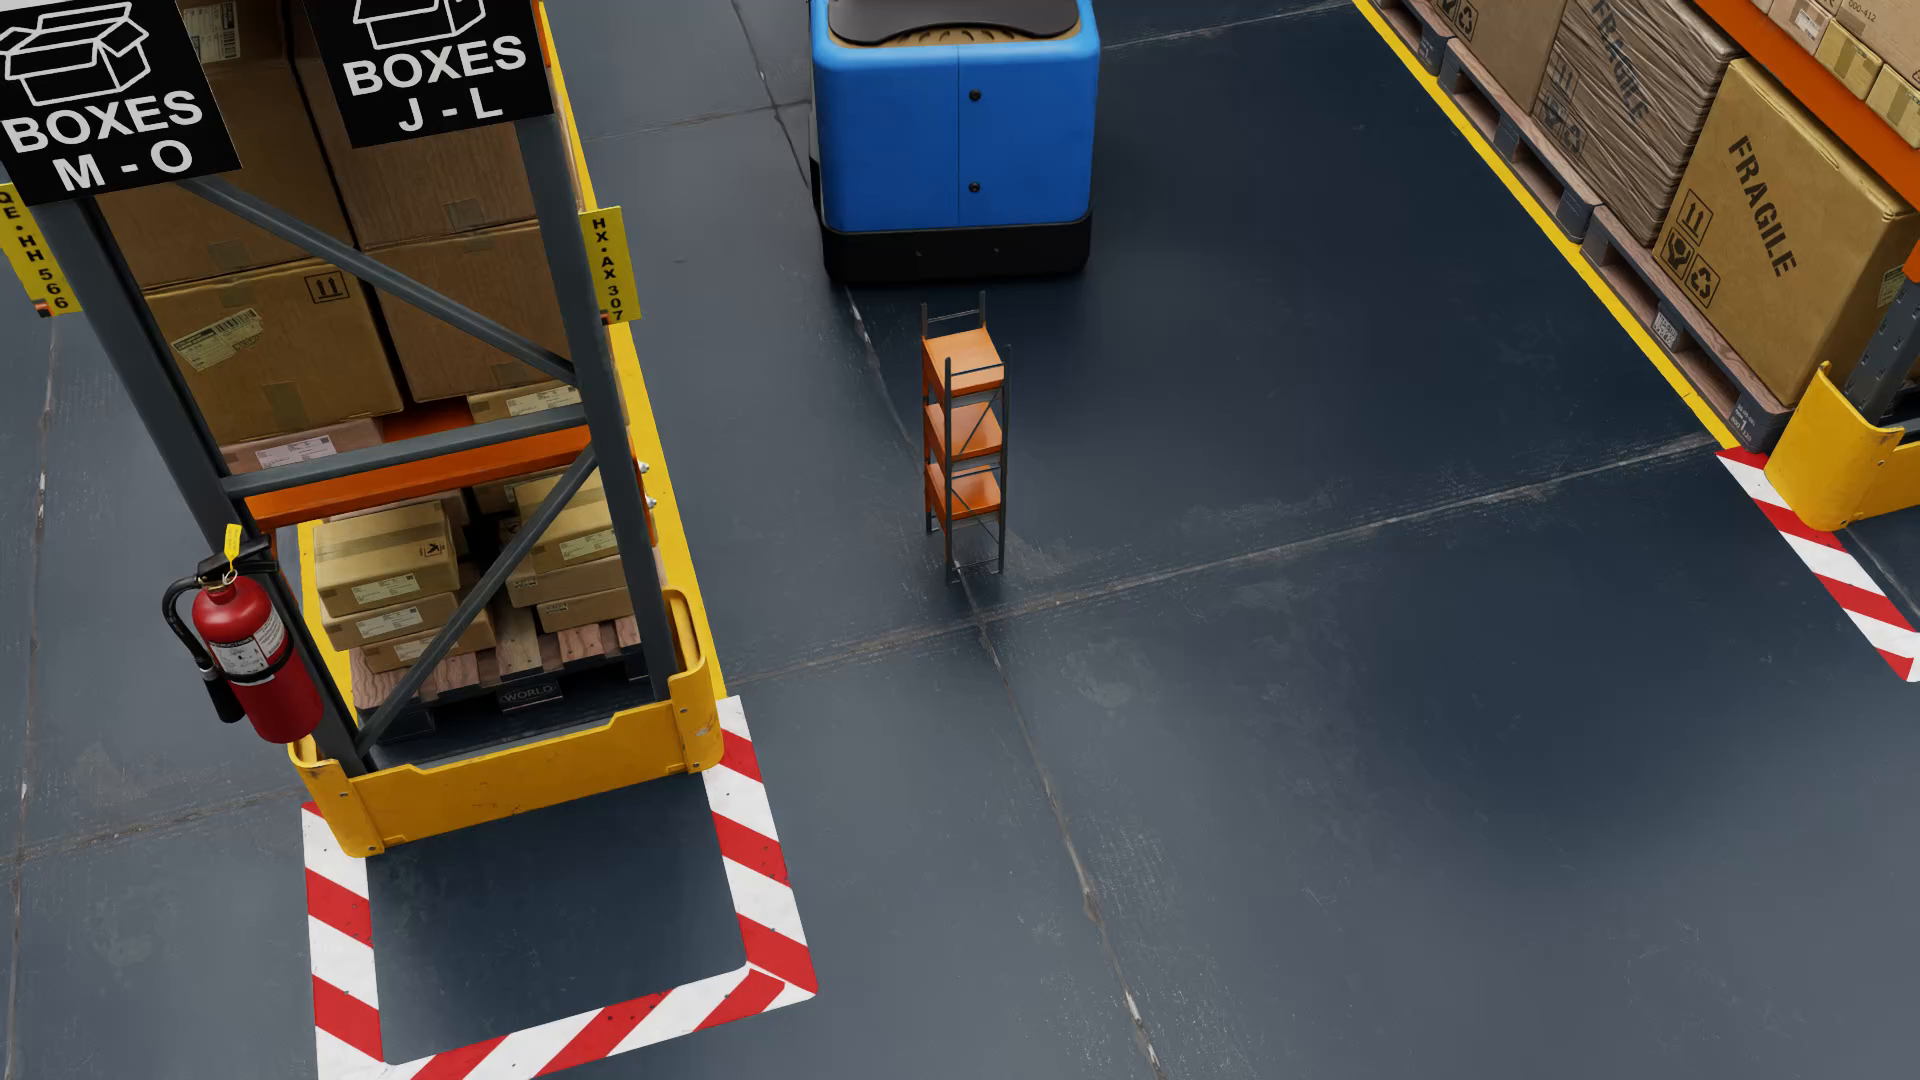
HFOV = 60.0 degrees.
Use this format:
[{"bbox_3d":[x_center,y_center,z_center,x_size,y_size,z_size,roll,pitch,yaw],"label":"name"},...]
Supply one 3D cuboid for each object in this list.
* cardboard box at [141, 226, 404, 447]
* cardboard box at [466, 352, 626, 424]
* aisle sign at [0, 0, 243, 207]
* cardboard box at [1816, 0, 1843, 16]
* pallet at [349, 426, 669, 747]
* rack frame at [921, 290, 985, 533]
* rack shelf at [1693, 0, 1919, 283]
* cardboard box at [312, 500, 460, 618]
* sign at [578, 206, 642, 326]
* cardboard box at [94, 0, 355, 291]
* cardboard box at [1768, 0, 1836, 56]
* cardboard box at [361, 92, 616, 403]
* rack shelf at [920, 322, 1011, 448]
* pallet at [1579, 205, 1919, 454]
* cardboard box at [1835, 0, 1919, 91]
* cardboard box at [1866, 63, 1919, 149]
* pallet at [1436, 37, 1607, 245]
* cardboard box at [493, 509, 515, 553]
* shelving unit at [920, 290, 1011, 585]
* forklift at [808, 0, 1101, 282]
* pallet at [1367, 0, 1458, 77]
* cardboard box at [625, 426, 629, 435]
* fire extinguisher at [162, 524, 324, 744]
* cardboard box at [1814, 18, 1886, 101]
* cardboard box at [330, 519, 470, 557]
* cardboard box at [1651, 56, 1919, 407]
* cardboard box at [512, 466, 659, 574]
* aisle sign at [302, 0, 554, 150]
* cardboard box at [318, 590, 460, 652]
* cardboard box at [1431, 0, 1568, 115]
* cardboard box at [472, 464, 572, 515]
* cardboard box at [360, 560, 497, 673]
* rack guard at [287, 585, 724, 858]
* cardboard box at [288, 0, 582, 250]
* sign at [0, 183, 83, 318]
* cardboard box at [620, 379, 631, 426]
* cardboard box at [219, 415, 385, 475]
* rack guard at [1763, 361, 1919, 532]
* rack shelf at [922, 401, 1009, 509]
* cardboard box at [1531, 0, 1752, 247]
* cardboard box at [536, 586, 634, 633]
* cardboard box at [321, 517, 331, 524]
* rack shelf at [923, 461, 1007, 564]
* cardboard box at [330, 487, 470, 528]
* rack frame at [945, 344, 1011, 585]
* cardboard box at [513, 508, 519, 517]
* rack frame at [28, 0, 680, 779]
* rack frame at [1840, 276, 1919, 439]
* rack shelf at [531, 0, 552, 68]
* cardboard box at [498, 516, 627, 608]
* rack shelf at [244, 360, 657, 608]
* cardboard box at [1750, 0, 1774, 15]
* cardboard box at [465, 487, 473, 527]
[{"bbox_3d":[-1.685,-0.607,4.040,0.500,0.500,0.500,-12,51,-10],"label":"cardboard box"},{"bbox_3d":[-1.089,-0.439,4.322,0.380,0.149,0.250,-14,51,-11],"label":"cardboard box"},{"bbox_3d":[-1.571,-0.926,2.868,0.394,0.787,0.004,-13,51,-11],"label":"aisle sign"},{"bbox_3d":[2.915,-1.969,5.352,0.500,0.250,0.500,-14,51,-12],"label":"cardboard box"},{"bbox_3d":[-1.535,0.033,5.584,1.003,0.211,1.213,-13,51,-11],"label":"pallet"},{"bbox_3d":[-0.020,-0.388,5.391,0.200,1.050,0.008,-13,51,-11],"label":"rack frame"},{"bbox_3d":[2.870,-2.486,6.354,1.077,0.370,4.000,-13,51,-11],"label":"rack shelf"},{"bbox_3d":[-1.705,0.053,4.944,0.380,0.149,0.250,-13,51,-11],"label":"cardboard box"},{"bbox_3d":[-0.788,-0.611,3.737,0.100,0.325,0.005,-13,51,-11],"label":"sign"},{"bbox_3d":[-1.679,-0.938,3.665,0.500,0.500,0.500,-14,51,-12],"label":"cardboard box"},{"bbox_3d":[2.890,-1.736,5.415,0.380,0.149,0.250,-13,51,-11],"label":"cardboard box"},{"bbox_3d":[-1.175,-0.728,4.142,0.500,0.500,0.500,-11,51,-9],"label":"cardboard box"},{"bbox_3d":[0.016,-0.475,5.107,0.215,0.259,0.240,-13,51,-11],"label":"rack shelf"},{"bbox_3d":[3.150,-0.924,6.391,1.003,0.211,1.213,-13,51,-11],"label":"pallet"},{"bbox_3d":[3.065,-1.598,5.039,0.500,0.250,0.500,-14,51,-12],"label":"cardboard box"},{"bbox_3d":[3.042,-1.362,5.100,0.380,0.149,0.250,-12,51,-10],"label":"cardboard box"},{"bbox_3d":[2.793,-1.814,7.141,1.003,0.211,1.213,-13,51,-11],"label":"pallet"},{"bbox_3d":[-1.311,-0.053,5.423,0.380,0.149,0.250,-13,51,-11],"label":"cardboard box"},{"bbox_3d":[0.016,-0.299,5.316,0.215,1.050,0.252,-13,51,-11],"label":"shelving unit"},{"bbox_3d":[-0.113,-3.084,6.433,1.130,2.935,3.031,-3,50,-3],"label":"forklift"},{"bbox_3d":[2.429,-2.706,7.894,1.003,0.211,1.213,-13,51,-11],"label":"pallet"},{"bbox_3d":[-1.362,-0.445,5.753,0.380,0.149,0.250,-13,51,-11],"label":"cardboard box"},{"bbox_3d":[-1.673,0.224,3.894,0.296,0.674,0.183,-13,51,-11],"label":"fire extinguisher"},{"bbox_3d":[2.963,-1.551,5.260,0.380,0.149,0.250,-13,51,-11],"label":"cardboard box"},{"bbox_3d":[-1.761,-0.046,5.222,0.380,0.149,0.250,-14,51,-12],"label":"cardboard box"},{"bbox_3d":[3.196,-1.157,5.878,0.875,0.875,0.875,-13,51,-11],"label":"cardboard box"},{"bbox_3d":[-1.137,-0.077,5.054,0.380,0.149,0.250,-15,52,-13],"label":"cardboard box"},{"bbox_3d":[-0.998,-1.062,2.983,0.394,0.787,0.004,-13,51,-11],"label":"aisle sign"},{"bbox_3d":[-1.735,0.157,5.051,0.380,0.149,0.250,-15,51,-12],"label":"cardboard box"},{"bbox_3d":[2.664,-2.471,6.987,0.875,0.875,0.875,-13,51,-11],"label":"cardboard box"},{"bbox_3d":[-1.333,-0.251,5.201,0.380,0.149,0.250,-12,51,-10],"label":"cardboard box"},{"bbox_3d":[-1.661,0.237,5.178,0.380,0.149,0.250,-13,51,-10],"label":"cardboard box"},{"bbox_3d":[-1.329,0.541,4.967,1.175,0.500,0.348,-13,51,-11],"label":"rack guard"},{"bbox_3d":[-1.185,-1.048,3.757,0.500,0.500,0.500,-14,51,-11],"label":"cardboard box"},{"bbox_3d":[-1.842,-0.573,3.307,0.100,0.325,0.005,-13,51,-11],"label":"sign"},{"bbox_3d":[-1.285,-0.464,5.380,0.380,0.149,0.250,-13,51,-11],"label":"cardboard box"},{"bbox_3d":[-1.673,-0.302,4.207,0.380,0.149,0.250,-13,51,-11],"label":"cardboard box"},{"bbox_3d":[3.469,-0.434,5.789,1.175,0.500,0.348,-13,51,-11],"label":"rack guard"},{"bbox_3d":[0.016,-0.292,5.324,0.215,0.259,0.240,-13,51,-11],"label":"rack shelf"},{"bbox_3d":[2.927,-1.821,6.439,0.875,0.875,0.875,-13,51,-11],"label":"cardboard box"},{"bbox_3d":[-1.155,0.119,5.278,0.380,0.149,0.250,-12,51,-10],"label":"cardboard box"},{"bbox_3d":[-1.890,-0.222,5.370,0.380,0.149,0.250,-15,52,-12],"label":"cardboard box"},{"bbox_3d":[0.016,-0.113,5.536,0.215,0.259,0.240,-13,51,-11],"label":"rack shelf"},{"bbox_3d":[-1.724,-0.143,5.110,0.380,0.149,0.250,-12,51,-10],"label":"cardboard box"},{"bbox_3d":[0.052,-0.210,5.241,0.200,1.050,0.008,-13,51,-11],"label":"rack frame"},{"bbox_3d":[-1.243,-0.175,5.331,0.380,0.149,0.250,-14,51,-11],"label":"cardboard box"},{"bbox_3d":[-1.306,-0.209,3.964,1.000,3.000,0.127,-13,51,-11],"label":"rack frame"},{"bbox_3d":[3.462,-1.257,4.848,1.000,3.000,0.127,-13,51,-11],"label":"rack frame"},{"bbox_3d":[-1.898,-2.405,4.324,1.077,0.370,4.000,-13,51,-11],"label":"rack shelf"},{"bbox_3d":[-1.216,0.038,5.152,0.380,0.149,0.250,-11,51,-9],"label":"cardboard box"},{"bbox_3d":[-1.898,-1.438,5.471,1.077,0.370,4.000,-13,51,-11],"label":"rack shelf"},{"bbox_3d":[2.817,-1.918,5.569,0.380,0.149,0.250,-13,51,-10],"label":"cardboard box"},{"bbox_3d":[-1.830,-0.140,5.496,0.380,0.149,0.250,-14,51,-11],"label":"cardboard box"}]
